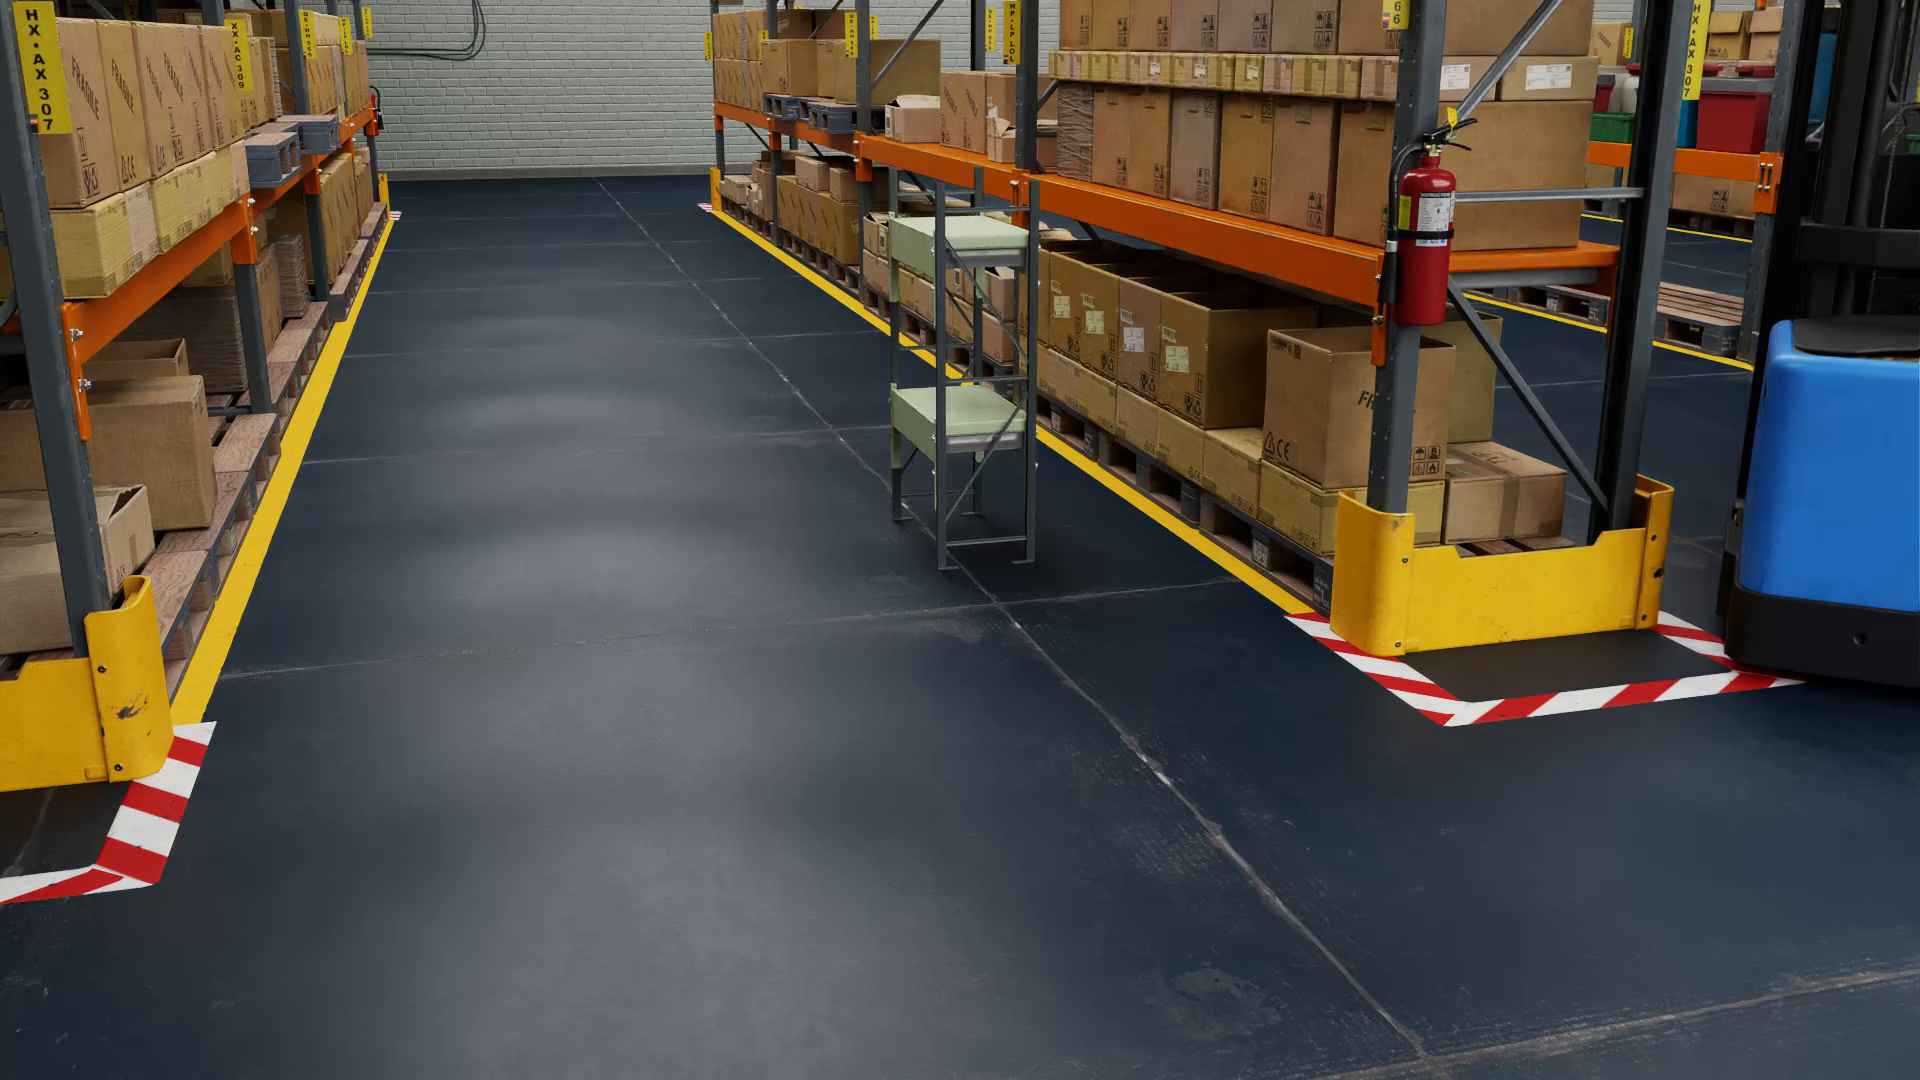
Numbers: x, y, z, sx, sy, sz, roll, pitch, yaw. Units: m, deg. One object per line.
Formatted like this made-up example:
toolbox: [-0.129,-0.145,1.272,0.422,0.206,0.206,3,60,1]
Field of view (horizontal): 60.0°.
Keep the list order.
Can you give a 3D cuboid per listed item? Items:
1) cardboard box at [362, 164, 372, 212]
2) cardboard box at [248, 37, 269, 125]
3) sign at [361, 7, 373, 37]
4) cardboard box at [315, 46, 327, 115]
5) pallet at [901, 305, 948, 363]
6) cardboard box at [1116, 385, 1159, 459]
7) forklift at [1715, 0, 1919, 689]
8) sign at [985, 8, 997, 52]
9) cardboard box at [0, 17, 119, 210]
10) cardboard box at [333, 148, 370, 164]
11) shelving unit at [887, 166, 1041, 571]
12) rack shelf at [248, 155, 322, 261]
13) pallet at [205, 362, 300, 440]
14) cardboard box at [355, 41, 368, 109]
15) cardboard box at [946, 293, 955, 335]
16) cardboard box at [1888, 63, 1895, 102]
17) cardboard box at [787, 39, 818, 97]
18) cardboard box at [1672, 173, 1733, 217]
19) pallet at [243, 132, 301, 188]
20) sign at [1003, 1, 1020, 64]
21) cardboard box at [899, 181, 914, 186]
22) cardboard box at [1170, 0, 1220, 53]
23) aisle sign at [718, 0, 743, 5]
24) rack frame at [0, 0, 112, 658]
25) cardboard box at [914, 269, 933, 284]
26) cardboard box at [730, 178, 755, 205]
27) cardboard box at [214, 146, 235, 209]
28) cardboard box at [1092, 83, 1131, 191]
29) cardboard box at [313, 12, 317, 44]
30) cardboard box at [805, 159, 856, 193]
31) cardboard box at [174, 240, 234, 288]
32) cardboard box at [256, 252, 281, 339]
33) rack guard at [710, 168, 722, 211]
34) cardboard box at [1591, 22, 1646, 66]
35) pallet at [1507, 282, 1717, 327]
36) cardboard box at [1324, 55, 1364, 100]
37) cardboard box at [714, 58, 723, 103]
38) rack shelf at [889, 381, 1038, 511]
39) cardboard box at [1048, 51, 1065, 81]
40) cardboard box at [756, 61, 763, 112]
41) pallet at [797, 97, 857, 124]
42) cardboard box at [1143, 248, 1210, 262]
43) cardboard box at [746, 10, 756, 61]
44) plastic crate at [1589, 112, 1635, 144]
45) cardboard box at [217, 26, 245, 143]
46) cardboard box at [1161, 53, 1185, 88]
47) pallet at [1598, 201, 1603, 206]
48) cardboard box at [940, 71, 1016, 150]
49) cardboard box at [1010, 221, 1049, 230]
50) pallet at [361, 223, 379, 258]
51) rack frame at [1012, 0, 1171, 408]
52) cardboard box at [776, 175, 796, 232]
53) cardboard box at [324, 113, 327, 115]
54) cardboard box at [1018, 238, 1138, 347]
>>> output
cardboard box: [-6.834,-3.850,18.172,0.700,0.500,0.500,-5,17,-15]
cardboard box: [-4.559,-2.744,9.935,0.700,0.500,0.500,-5,17,-15]
sign: [-6.734,-5.878,18.881,0.100,0.325,0.005,-5,17,-15]
cardboard box: [-5.084,-3.458,12.524,0.500,0.500,0.500,-4,17,-13]
pallet: [0.221,-1.447,11.403,1.003,0.211,1.213,-5,17,-15]
cardboard box: [1.044,-0.561,7.654,0.500,0.250,0.500,-5,17,-15]
forklift: [3.593,-1.270,6.087,1.130,2.935,3.031,8,18,24]
sign: [0.233,-3.950,12.874,0.100,0.325,0.005,-5,17,-15]
cardboard box: [-2.705,-1.198,4.647,0.500,0.500,0.500,-5,17,-15]
cardboard box: [-6.690,-4.208,18.234,0.380,0.149,0.250,-4,17,-14]
shelving unit: [0.002,-0.716,6.730,0.431,1.500,0.755,-5,17,-15]
rack shelf: [-4.512,-2.060,9.846,1.077,0.370,4.000,-5,17,-15]
pallet: [-4.177,-0.731,9.019,1.003,0.211,1.213,-5,17,-15]
cardboard box: [-6.899,-4.974,17.774,0.980,0.700,0.700,-5,17,-16]
cardboard box: [0.129,-1.502,10.786,0.500,0.250,0.500,-4,17,-14]
cardboard box: [8.853,-4.297,15.871,0.500,0.500,0.500,-4,17,-14]
cardboard box: [-1.234,-4.372,15.389,0.700,0.500,0.500,-2,17,-6]
cardboard box: [8.569,-4.000,18.018,1.225,0.875,0.875,-5,18,-17]
pallet: [-4.032,-1.982,8.671,1.003,0.211,1.213,-5,17,-15]
sign: [0.281,-2.715,8.902,0.100,0.325,0.005,-5,17,-15]
cardboard box: [-0.722,-3.080,15.573,0.500,0.500,0.500,-4,17,-15]
cardboard box: [1.342,-2.375,7.214,0.700,0.500,0.500,-5,17,-15]
aisle sign: [-2.799,-6.804,19.870,0.394,0.787,0.004,-5,17,-15]
rack frame: [-2.863,-0.745,4.218,1.000,3.000,0.127,-5,17,-15]
cardboard box: [-0.006,-1.907,11.162,0.500,0.311,0.500,-5,17,-16]
cardboard box: [-2.346,-4.008,19.095,0.500,0.250,0.500,-5,17,-15]
cardboard box: [-3.411,-1.544,7.103,0.500,0.250,0.500,-5,17,-15]
cardboard box: [1.079,-2.024,8.303,0.700,0.500,0.500,-5,17,-16]
cardboard box: [-5.087,-3.811,12.397,0.500,0.250,0.500,-5,17,-16]
cardboard box: [-1.087,-3.261,14.872,0.500,0.250,0.500,-5,17,-16]
cardboard box: [-4.305,-1.548,9.168,0.500,0.250,0.500,-5,17,-16]
cardboard box: [-4.620,-1.489,10.277,0.700,0.500,0.500,-5,17,-16]
rack guard: [-2.477,-4.345,20.548,1.175,0.500,0.348,-5,17,-15]
cardboard box: [7.744,-5.775,19.403,0.500,0.500,0.500,-4,17,-14]
pallet: [4.972,-1.851,12.748,1.003,0.211,1.213,-5,17,-15]
cardboard box: [1.538,-1.659,5.960,0.380,0.149,0.250,-4,17,-14]
cardboard box: [-2.629,-5.468,19.766,0.500,0.500,0.500,-4,17,-14]
rack shelf: [0.002,-0.404,6.824,0.431,0.370,0.720,-5,17,-15]
cardboard box: [0.688,-2.513,8.802,0.380,0.149,0.250,-5,17,-15]
cardboard box: [-1.783,-4.623,16.954,0.500,0.500,0.500,-4,17,-14]
pallet: [-0.838,-3.796,14.709,1.003,0.211,1.213,-5,17,-15]
cardboard box: [1.264,-1.237,8.603,0.500,0.500,0.500,-5,17,-15]
cardboard box: [-1.930,-5.245,17.286,0.500,0.500,0.500,-5,17,-16]
plastic crate: [4.814,-2.993,12.069,0.450,0.188,0.662,-5,17,-15]
cardboard box: [-3.535,-2.042,7.458,0.500,0.500,0.500,-5,17,-15]
cardboard box: [1.117,-2.085,7.377,0.380,0.149,0.250,-5,17,-16]
pallet: [7.655,-4.458,21.427,1.003,0.211,1.213,-5,17,-15]
cardboard box: [0.177,-2.935,11.337,0.500,0.500,0.500,-6,18,-18]
cardboard box: [0.366,-2.095,11.786,0.500,0.311,0.500,-5,17,-16]
pallet: [-6.294,-2.945,16.390,1.003,0.211,1.213,-5,17,-15]
rack frame: [0.800,-2.244,9.209,1.000,3.000,0.127,-5,17,-15]
cardboard box: [-1.500,-3.317,16.362,0.500,0.500,0.500,-6,18,-18]
cardboard box: [-5.488,-3.527,13.883,0.380,0.149,0.250,-5,17,-17]
cardboard box: [0.626,-1.334,8.926,0.500,0.500,0.500,-5,17,-15]
